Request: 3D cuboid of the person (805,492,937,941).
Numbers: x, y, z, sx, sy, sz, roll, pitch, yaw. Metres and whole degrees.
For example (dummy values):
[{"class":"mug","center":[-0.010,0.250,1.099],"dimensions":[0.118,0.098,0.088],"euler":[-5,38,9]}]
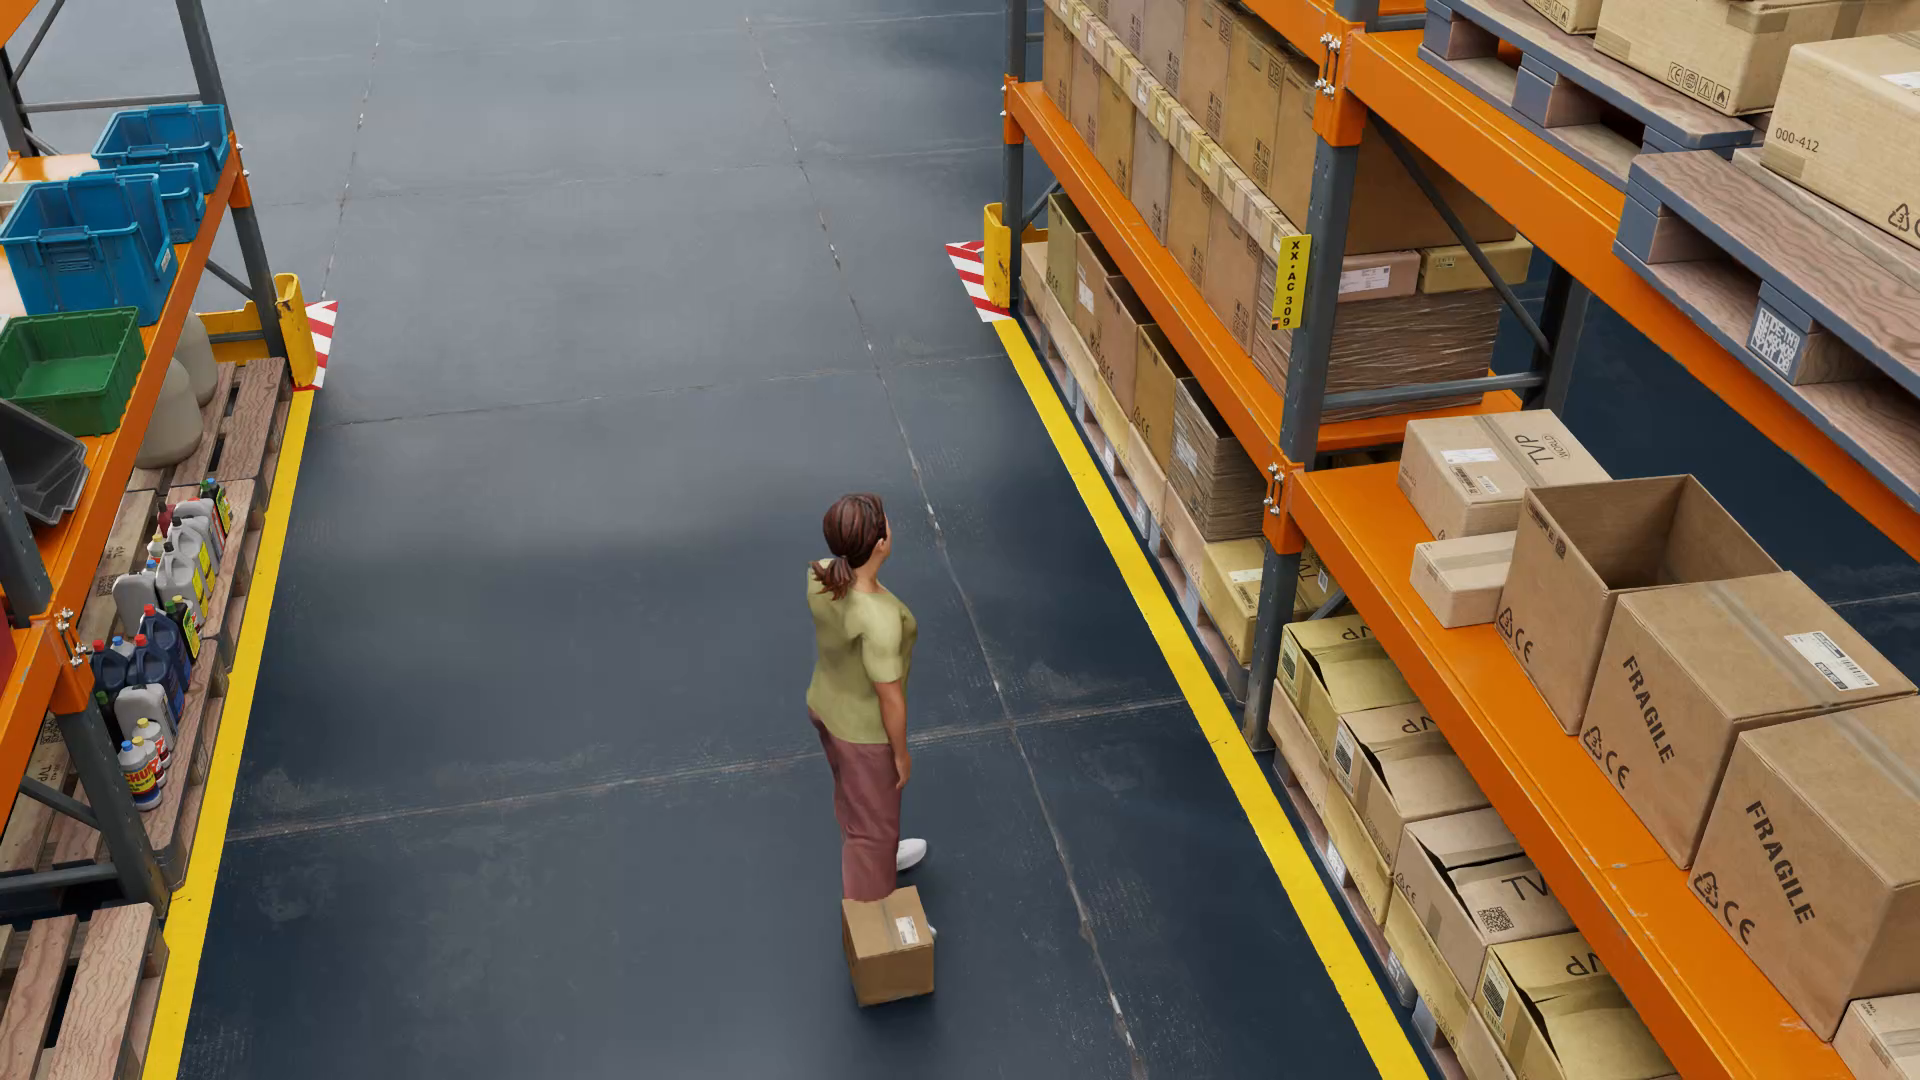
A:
[{"class":"person","center":[-0.244,0.565,5.276],"dimensions":[0.455,1.680,0.502],"euler":[-21,40,-28]}]
